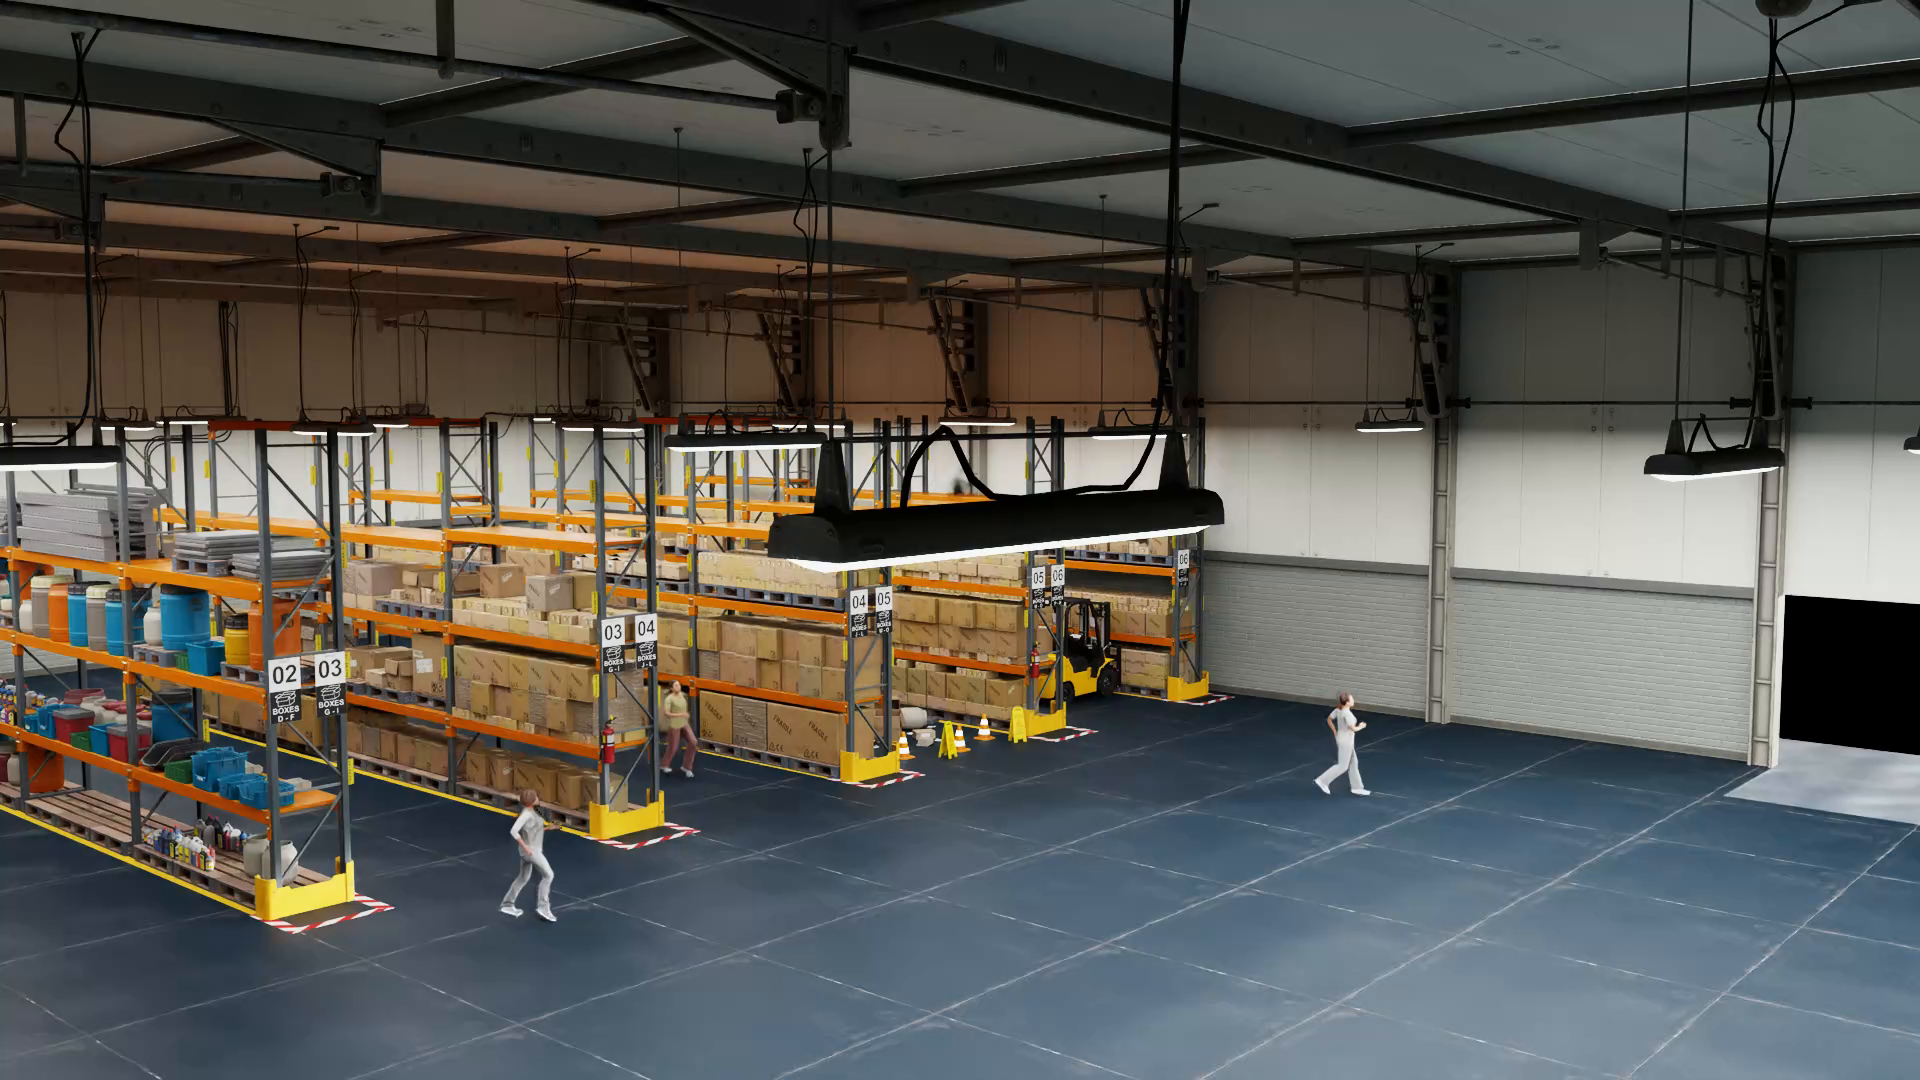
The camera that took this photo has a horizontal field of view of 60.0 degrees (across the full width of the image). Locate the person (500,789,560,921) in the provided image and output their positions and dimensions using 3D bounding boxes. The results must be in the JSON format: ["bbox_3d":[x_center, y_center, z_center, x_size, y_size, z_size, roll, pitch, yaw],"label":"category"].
[{"bbox_3d":[-5.237,3.858,20.264,0.725,1.622,0.507,-2,5,-21],"label":"person"}]

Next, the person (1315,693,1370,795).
[{"bbox_3d":[6.133,3.263,26.601,0.929,1.662,0.584,0,5,-6],"label":"person"}]

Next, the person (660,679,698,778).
[{"bbox_3d":[-4.792,3.182,28.142,0.720,1.694,0.579,4,6,37],"label":"person"}]
